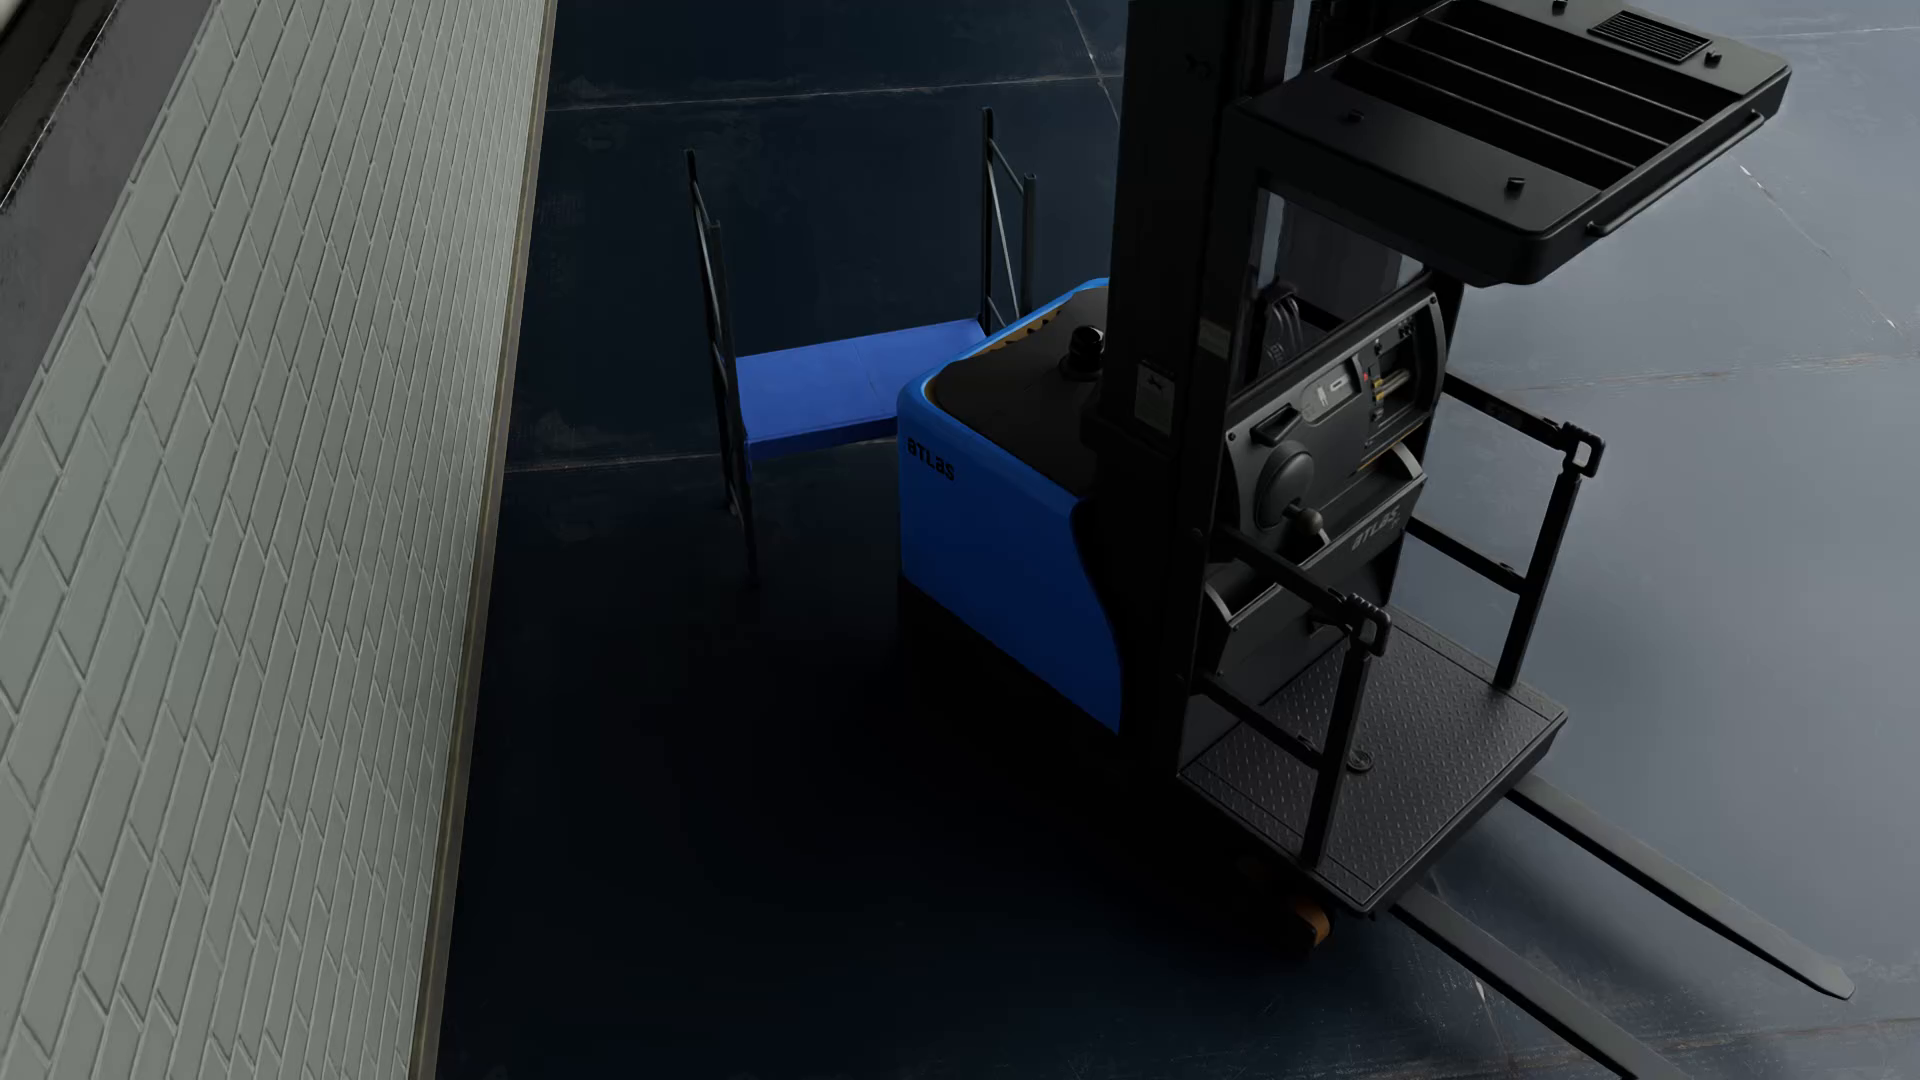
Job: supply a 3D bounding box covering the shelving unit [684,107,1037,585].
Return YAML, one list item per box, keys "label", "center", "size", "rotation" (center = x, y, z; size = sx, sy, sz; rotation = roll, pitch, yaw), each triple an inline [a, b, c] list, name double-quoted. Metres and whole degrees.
- label: "shelving unit"
  center: [-0.328, -0.654, 5.855]
  size: [1.048, 1.500, 0.538]
  rotation: [-11, 43, -12]

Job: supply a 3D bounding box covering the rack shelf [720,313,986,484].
- label: "rack shelf"
  center: [-0.328, -0.520, 5.975]
  size: [1.000, 0.185, 0.538]
  rotation: [-11, 43, -12]

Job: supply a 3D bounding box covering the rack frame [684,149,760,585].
- label: "rack frame"
  center: [-0.815, -0.557, 5.748]
  size: [0.032, 1.500, 0.500]
  rotation: [-11, 43, -12]

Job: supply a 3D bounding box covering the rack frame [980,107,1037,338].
- label: "rack frame"
  center: [0.160, -0.750, 5.962]
  size: [0.032, 1.500, 0.500]
  rotation: [-11, 43, -12]

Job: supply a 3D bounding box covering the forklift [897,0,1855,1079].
- label: "forklift"
  center: [1.168, -0.273, 4.365]
  size: [1.130, 2.935, 3.031]
  rotation: [-33, 51, -31]
